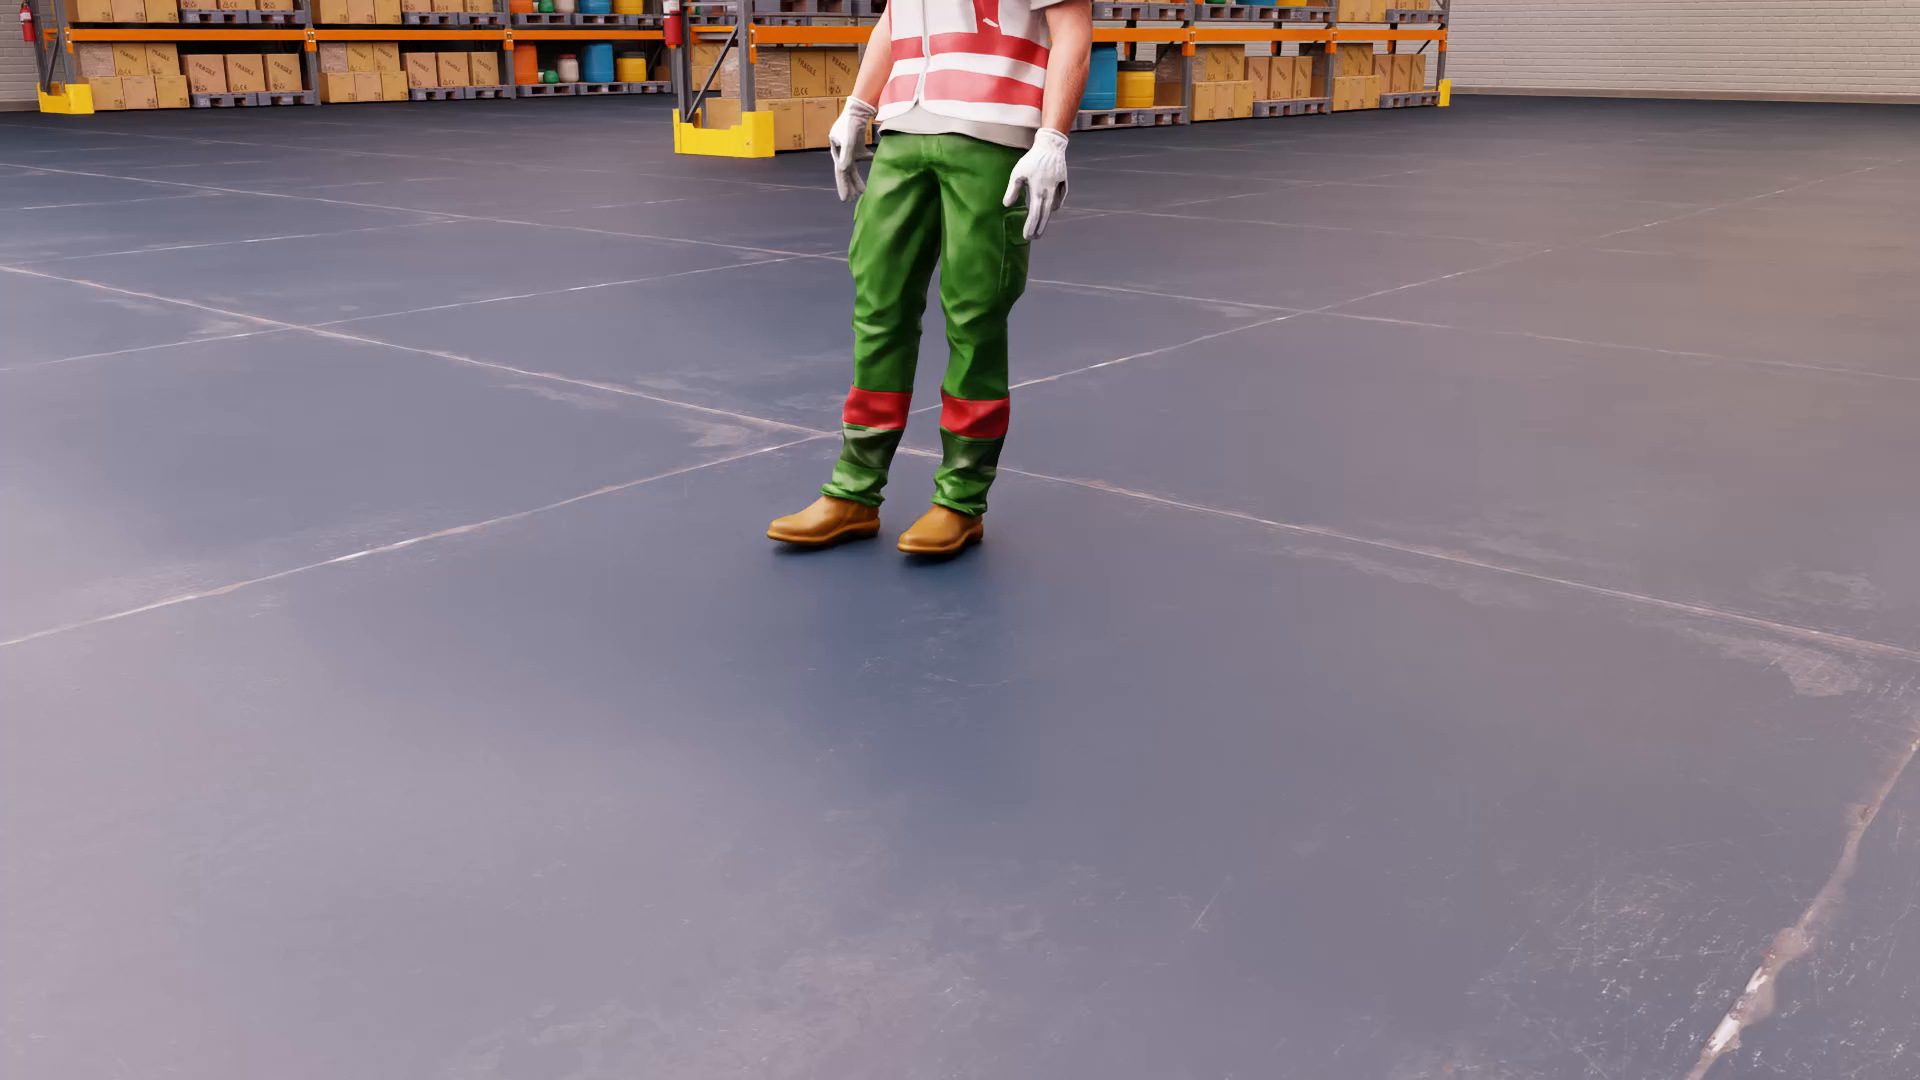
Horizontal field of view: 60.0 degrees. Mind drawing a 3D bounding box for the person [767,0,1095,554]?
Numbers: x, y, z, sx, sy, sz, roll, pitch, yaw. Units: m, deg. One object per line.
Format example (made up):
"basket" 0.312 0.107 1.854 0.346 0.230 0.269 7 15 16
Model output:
"person" -0.060 -0.848 3.628 0.637 1.787 0.564 13 21 37
